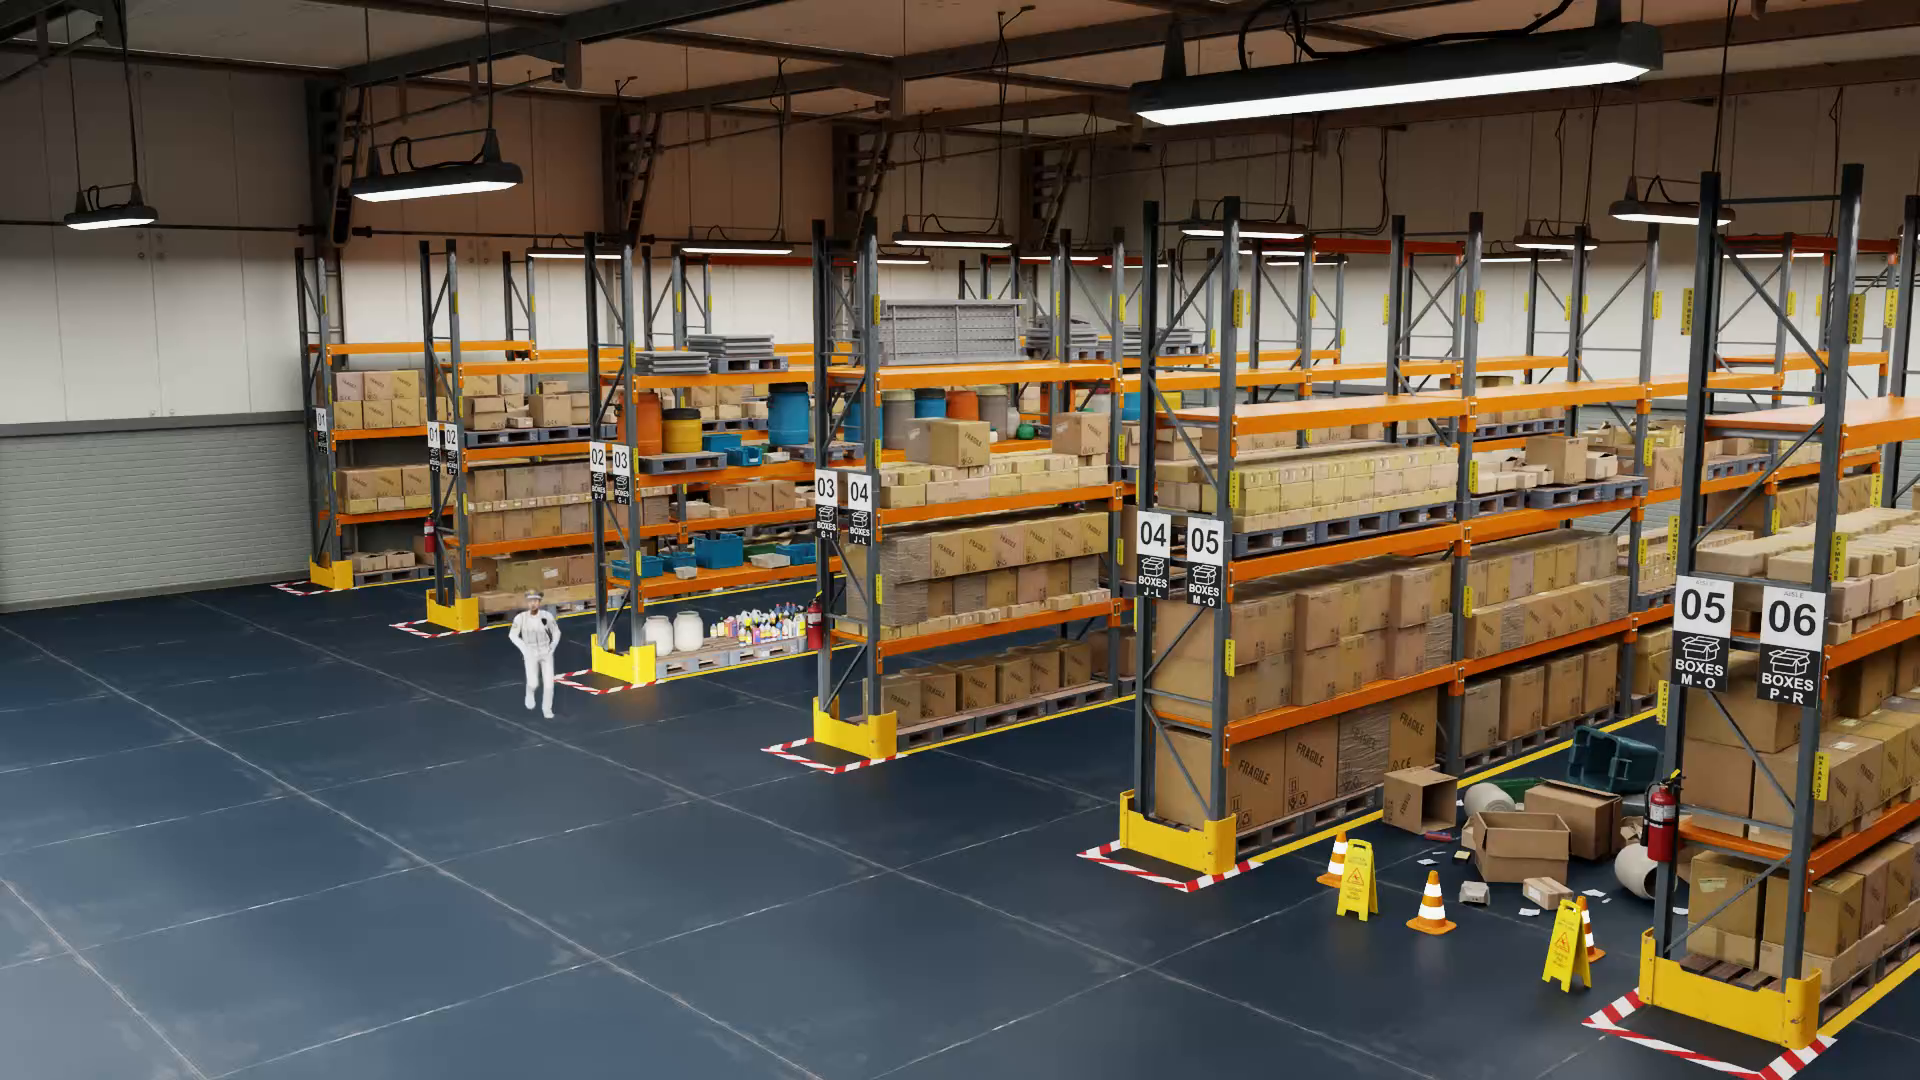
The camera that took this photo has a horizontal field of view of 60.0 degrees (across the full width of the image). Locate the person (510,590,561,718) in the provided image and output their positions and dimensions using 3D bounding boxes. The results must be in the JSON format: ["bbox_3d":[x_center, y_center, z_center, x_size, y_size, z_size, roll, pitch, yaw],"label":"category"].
[{"bbox_3d":[-5.193,1.398,20.424,0.613,1.622,0.524,-3,9,-22],"label":"person"}]

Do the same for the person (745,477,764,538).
[{"bbox_3d":[-3.950,-0.421,32.354,0.661,1.730,0.713,-7,11,-38],"label":"person"}]
